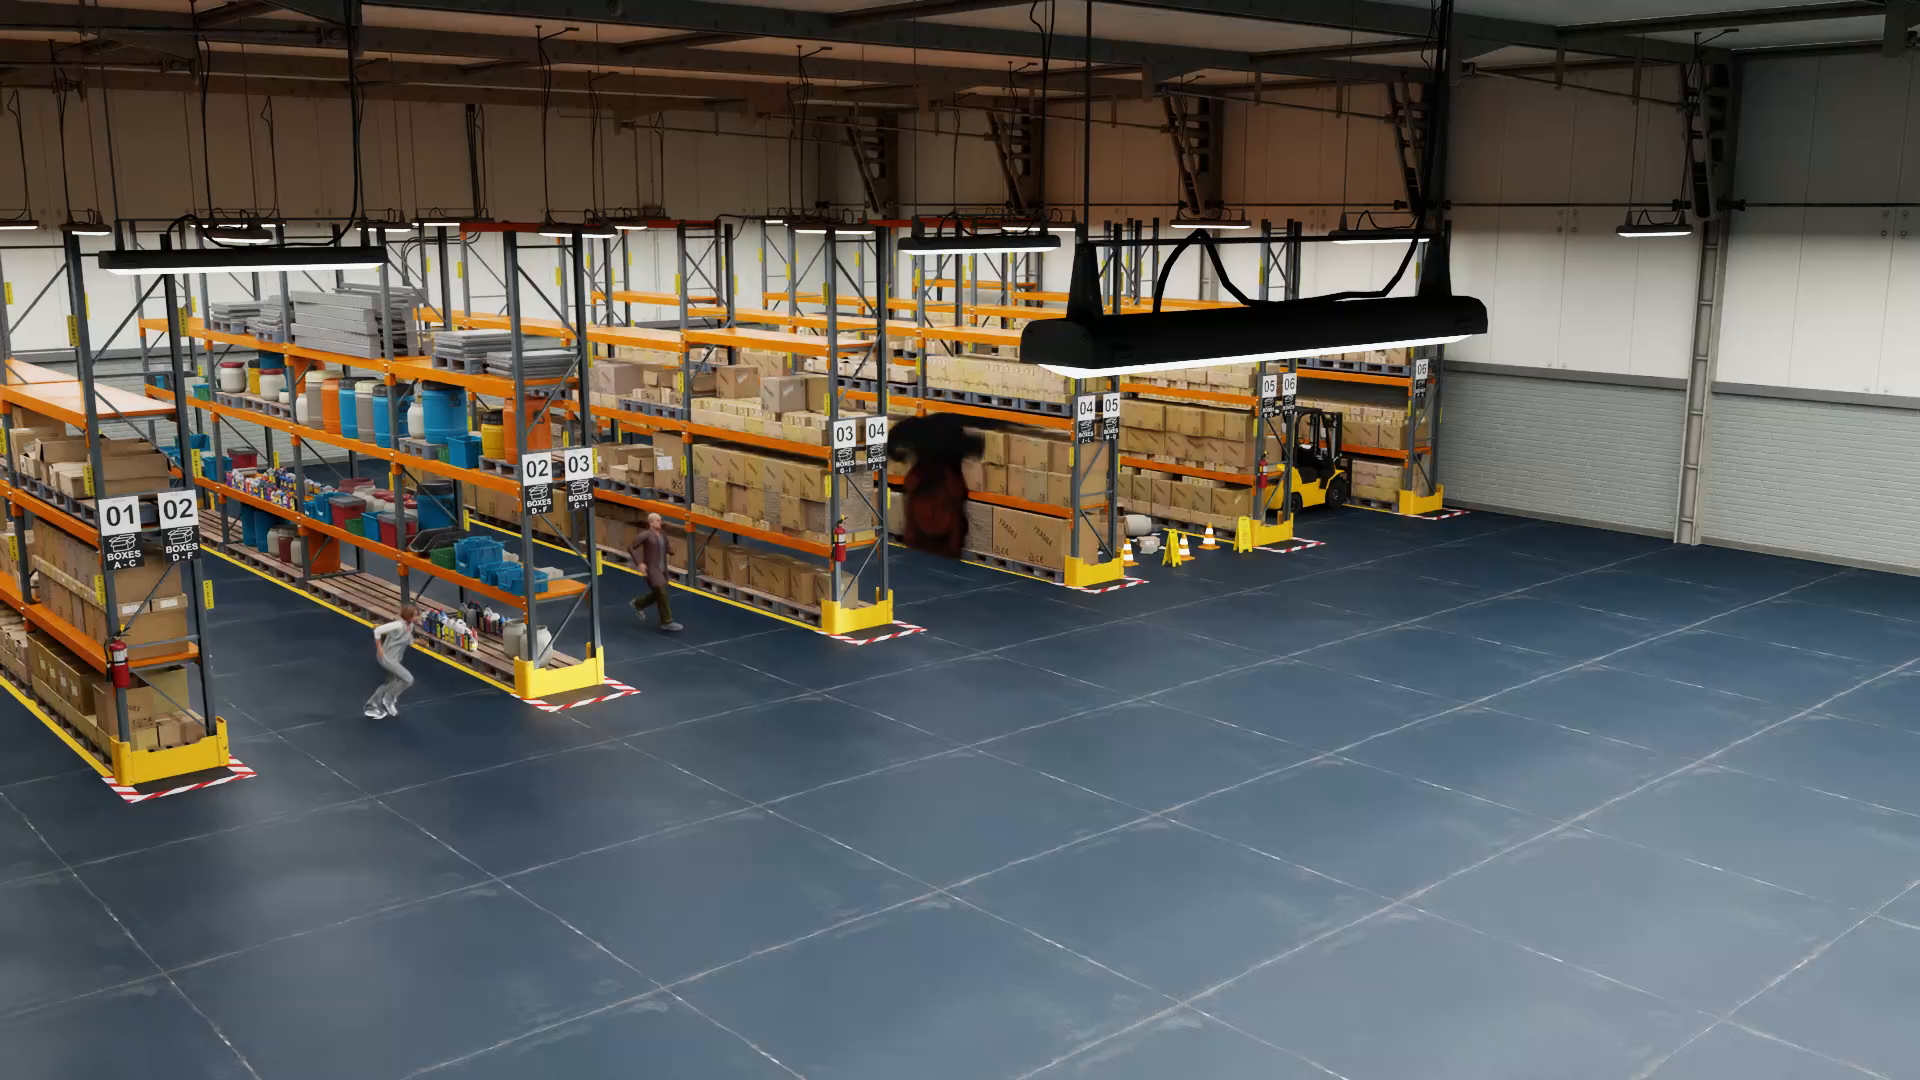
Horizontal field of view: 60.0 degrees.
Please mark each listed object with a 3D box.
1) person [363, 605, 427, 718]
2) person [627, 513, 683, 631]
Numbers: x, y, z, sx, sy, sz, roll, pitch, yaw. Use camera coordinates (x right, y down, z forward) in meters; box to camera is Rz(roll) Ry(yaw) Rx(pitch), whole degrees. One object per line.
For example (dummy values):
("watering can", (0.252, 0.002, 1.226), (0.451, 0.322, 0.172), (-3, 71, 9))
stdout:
("person", (-7.013, 1.516, 20.593), (0.849, 1.455, 0.562), (1, 11, 4))
("person", (-4.620, 0.457, 25.013), (1.015, 1.758, 0.719), (6, 13, 26))
